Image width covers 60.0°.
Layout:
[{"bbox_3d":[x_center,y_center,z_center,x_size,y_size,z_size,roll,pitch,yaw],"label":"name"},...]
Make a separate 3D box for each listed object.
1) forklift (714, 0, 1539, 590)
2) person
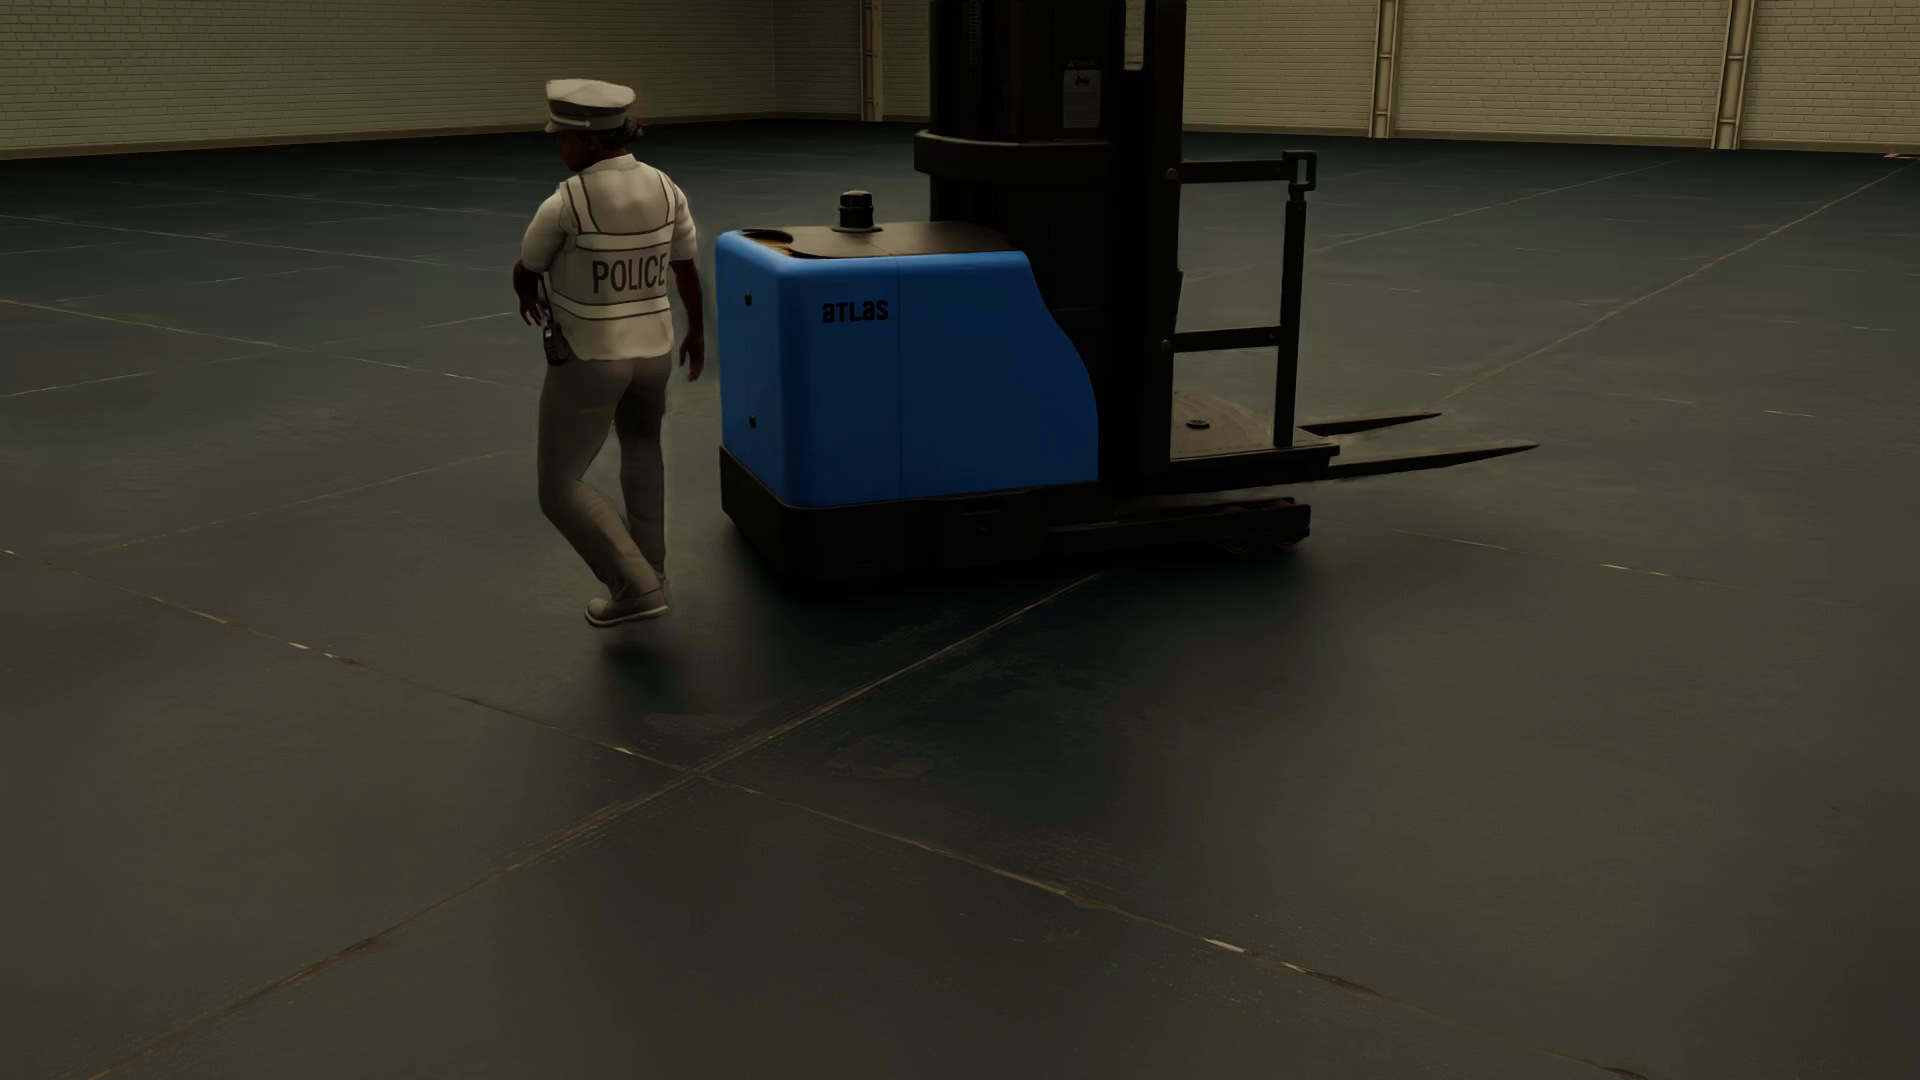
[{"bbox_3d":[0.697,-1.490,5.814,3.031,2.935,1.130,-6,18,-20],"label":"forklift"},{"bbox_3d":[-1.018,-0.576,4.992,0.752,1.563,0.643,13,21,36],"label":"person"}]
